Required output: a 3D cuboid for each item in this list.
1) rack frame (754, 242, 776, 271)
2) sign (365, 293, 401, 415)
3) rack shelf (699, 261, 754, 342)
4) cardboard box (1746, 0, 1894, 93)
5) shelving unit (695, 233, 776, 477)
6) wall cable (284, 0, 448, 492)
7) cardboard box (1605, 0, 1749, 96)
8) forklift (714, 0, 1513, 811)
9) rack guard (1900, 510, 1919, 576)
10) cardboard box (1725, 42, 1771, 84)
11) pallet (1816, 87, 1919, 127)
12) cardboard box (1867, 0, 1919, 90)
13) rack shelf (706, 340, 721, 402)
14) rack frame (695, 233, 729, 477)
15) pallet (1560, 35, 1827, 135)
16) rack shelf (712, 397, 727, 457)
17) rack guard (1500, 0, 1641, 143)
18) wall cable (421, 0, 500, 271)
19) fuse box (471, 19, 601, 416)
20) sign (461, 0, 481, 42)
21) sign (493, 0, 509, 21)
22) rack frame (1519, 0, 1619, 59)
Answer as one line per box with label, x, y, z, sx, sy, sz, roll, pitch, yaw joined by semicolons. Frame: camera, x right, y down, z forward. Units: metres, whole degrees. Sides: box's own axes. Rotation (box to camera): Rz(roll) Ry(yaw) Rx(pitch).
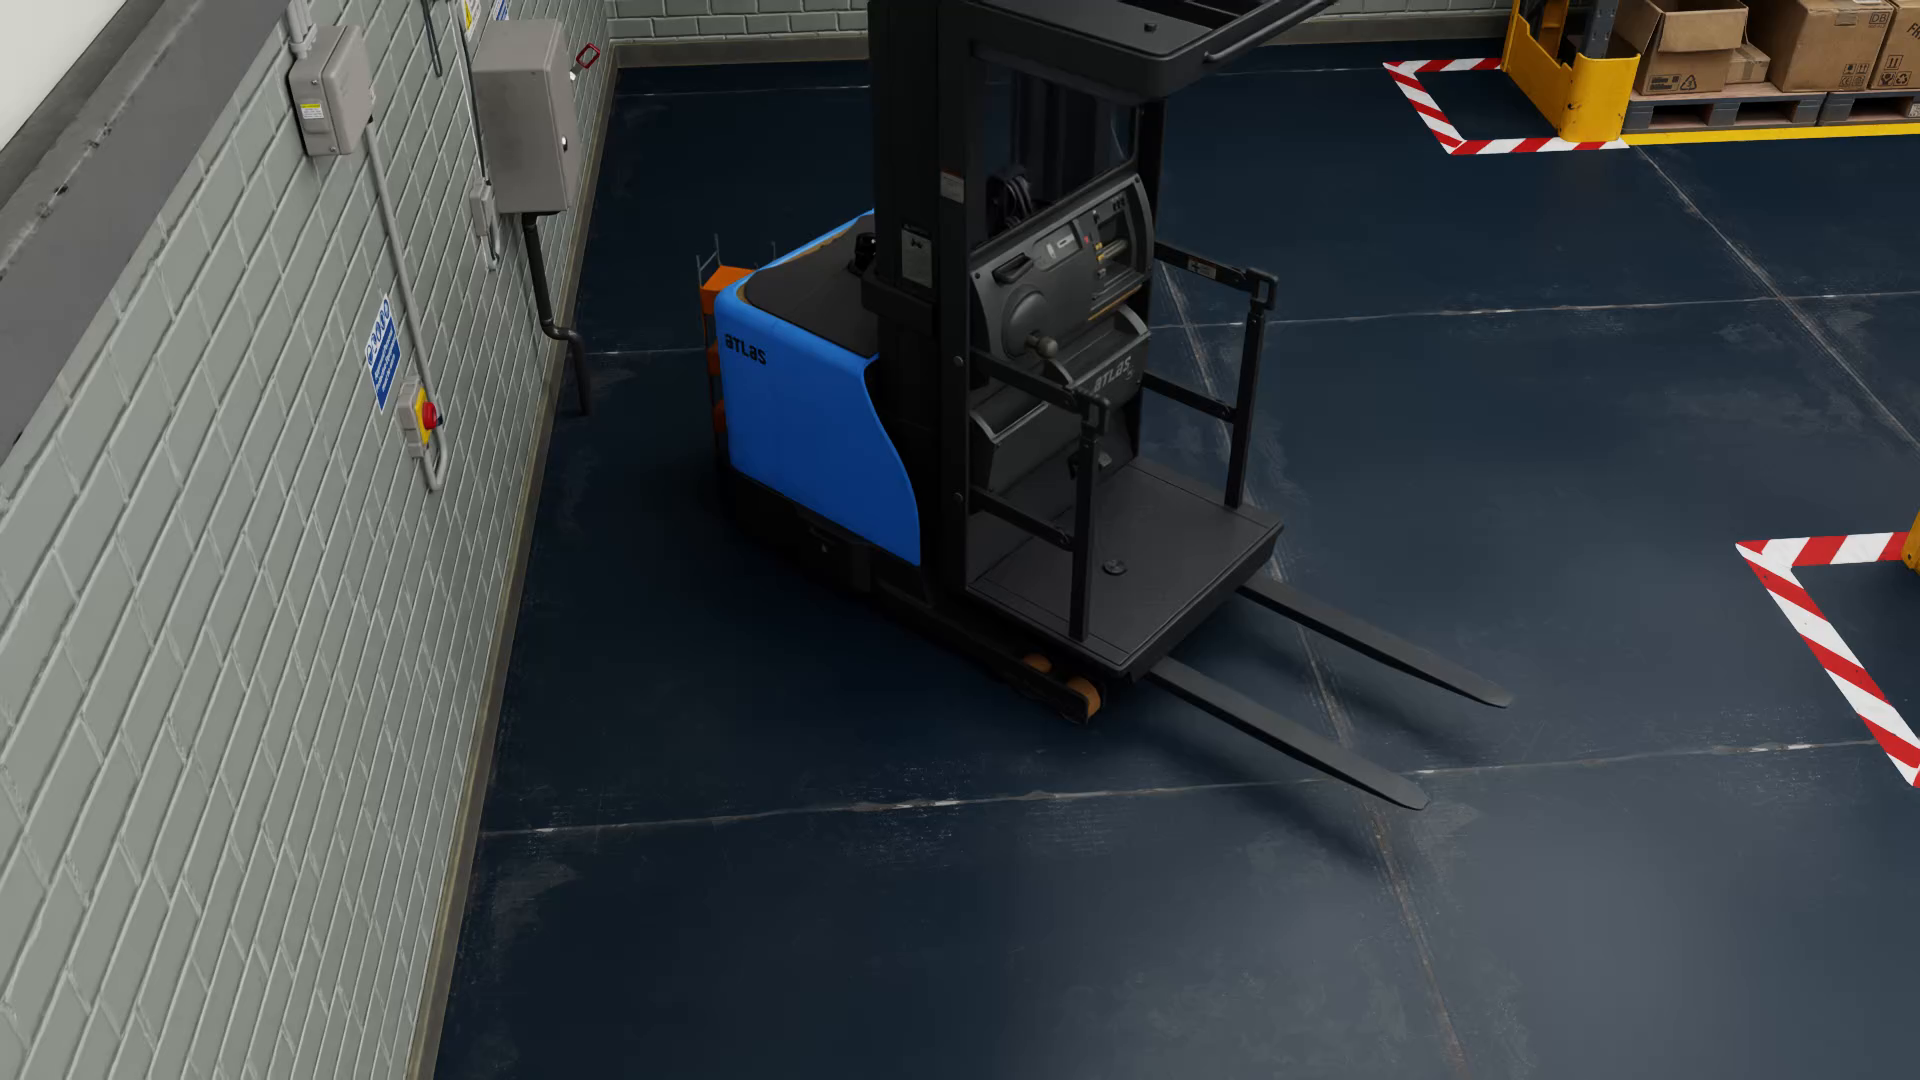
rack frame;-0.762;-0.699;6.787;0.008;1.050;0.200;10;39;13
sign;-1.661;-0.539;4.793;0.001;0.218;0.327;-3;38;-4
rack shelf;-0.878;-0.937;6.647;0.240;0.259;0.215;10;39;13
cardboard box;5.039;-3.034;9.852;0.500;0.500;0.700;-2;38;-2
shelving unit;-0.879;-0.720;6.814;0.252;1.050;0.215;10;39;13
wall cable;-1.604;-0.877;4.595;0.123;1.953;0.585;-3;38;-4
cardboard box;4.184;-3.012;9.822;0.637;0.503;0.797;-5;39;-6
forklift;0.520;-0.872;5.489;3.031;2.935;1.130;27;46;30
rack guard;3.986;0.193;6.102;0.348;0.500;1.175;-3;38;-4
cardboard box;4.611;-2.872;9.931;0.250;0.149;0.380;-5;39;-6
pallet;5.649;-2.871;10.218;1.213;0.211;1.003;-3;38;-4
cardboard box;5.575;-3.001;9.811;0.500;0.500;0.500;-2;38;-3
rack shelf;-0.879;-0.712;6.820;0.240;0.259;0.215;10;39;13
rack frame;-0.996;-0.742;6.841;0.008;1.050;0.200;10;39;13
pallet;4.436;-2.806;10.136;1.213;0.211;1.003;-3;38;-4
rack shelf;-0.880;-0.492;6.990;0.240;0.259;0.215;10;39;13
rack guard;3.642;-2.875;9.990;0.348;0.500;1.175;-3;38;-4
wall cable;-1.742;-1.739;5.713;0.122;1.984;0.588;-3;38;-4
fuse box;-1.645;-1.264;6.971;0.414;1.711;0.539;-3;38;-4
sign;-1.847;-2.049;6.259;0.001;0.242;0.339;-3;38;-4
sign;-1.895;-2.026;6.973;0.001;0.494;0.329;-3;38;-4
rack frame;3.567;-3.852;9.211;0.127;3.000;1.000;-3;38;-4
